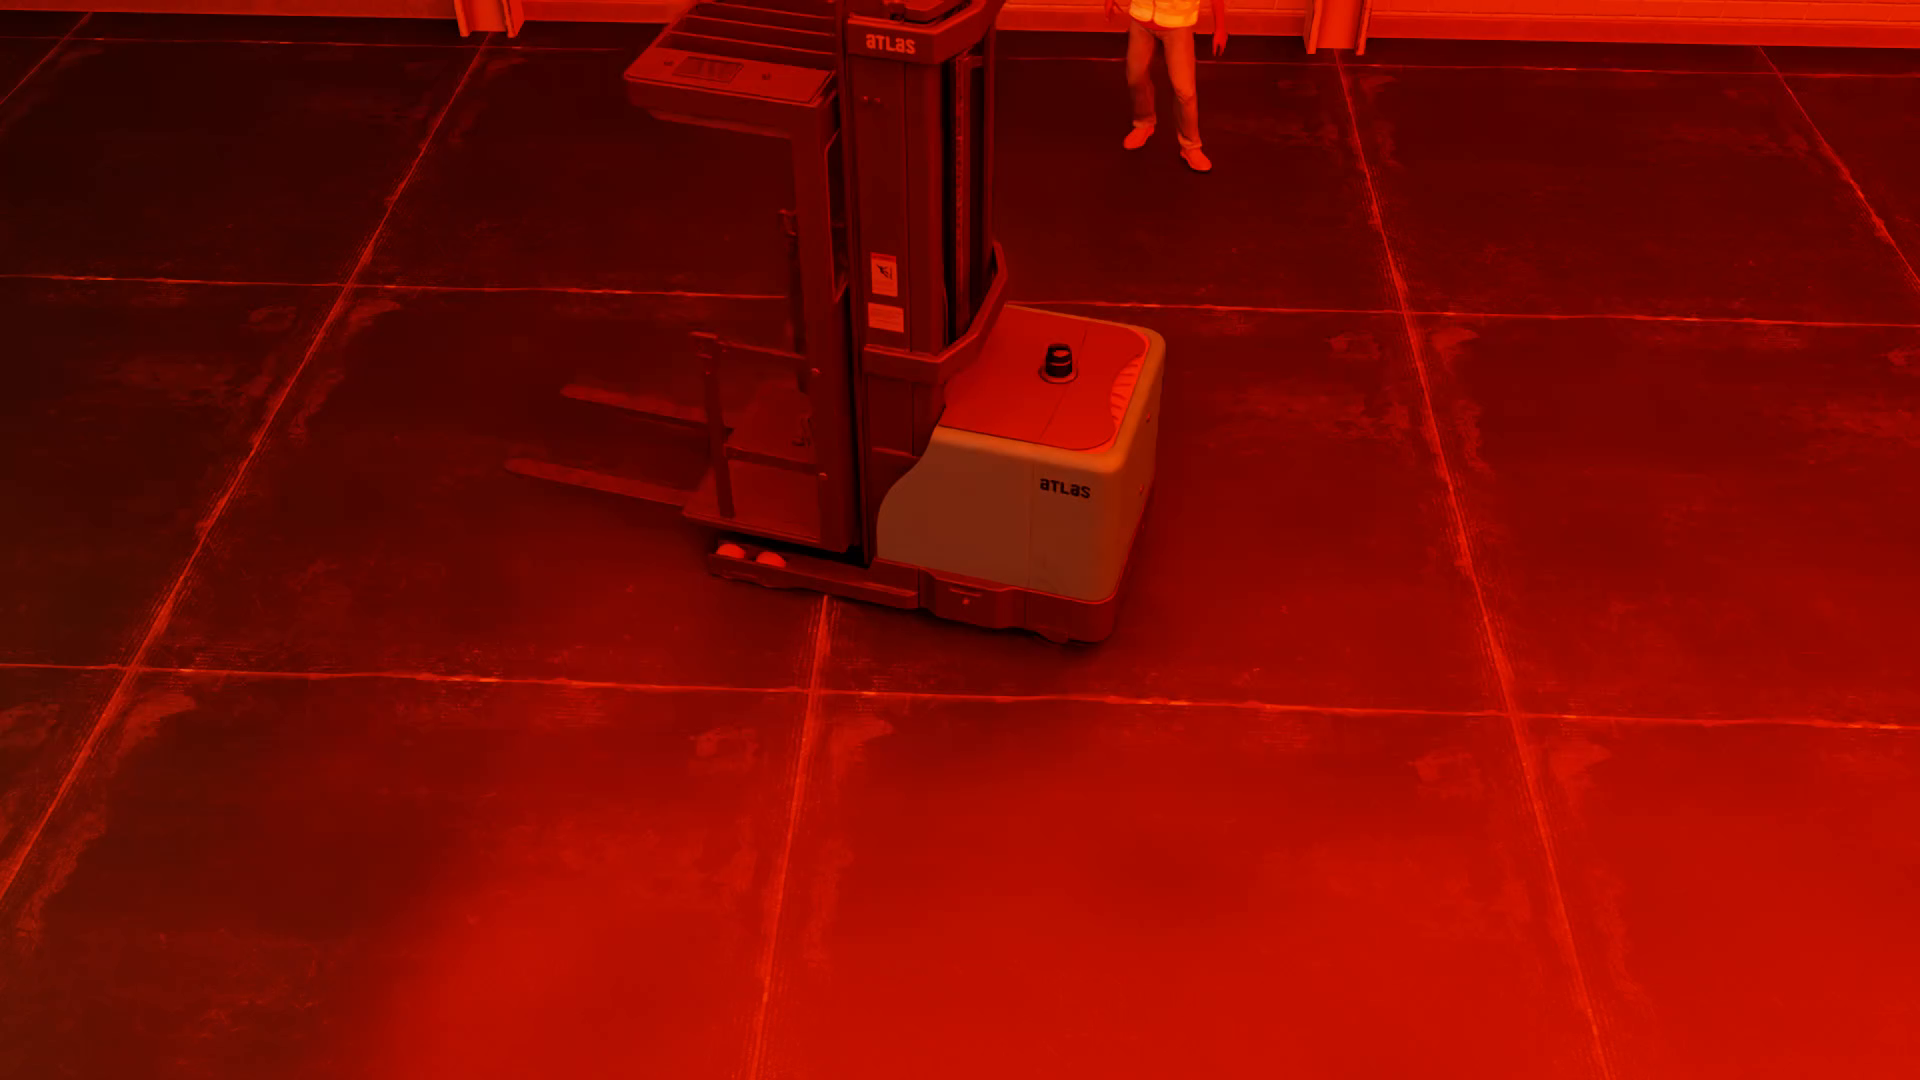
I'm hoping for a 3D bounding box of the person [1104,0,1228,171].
[{"bbox_3d":[1.233,-3.140,10.084,0.890,1.731,0.468,22,47,22],"label":"person"}]

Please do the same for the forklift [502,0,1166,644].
[{"bbox_3d":[-0.654,-1.192,7.048,3.031,2.935,1.130,11,44,12],"label":"forklift"}]
